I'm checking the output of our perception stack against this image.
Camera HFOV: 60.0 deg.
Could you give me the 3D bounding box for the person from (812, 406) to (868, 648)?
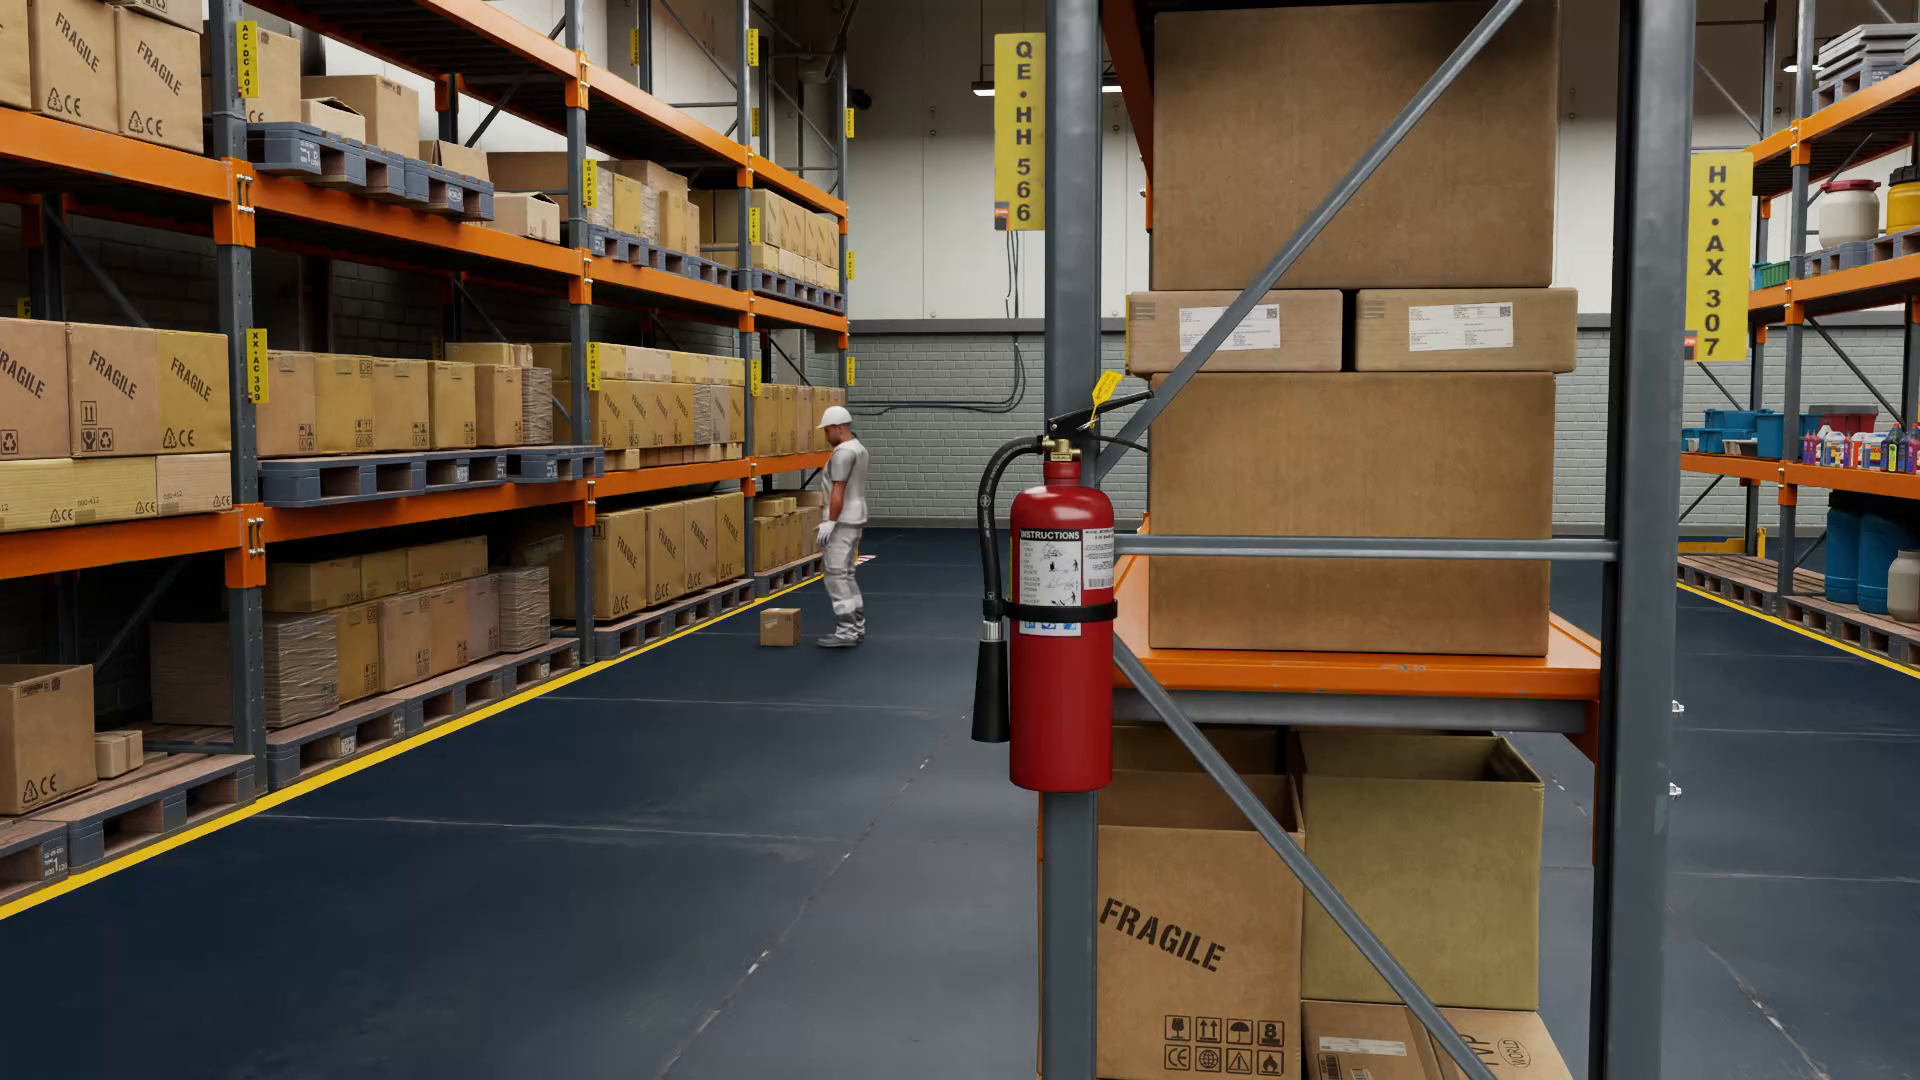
[{"bbox_3d":[-0.881,-0.100,12.305,0.371,1.773,0.530,1,4,10],"label":"person"}]
